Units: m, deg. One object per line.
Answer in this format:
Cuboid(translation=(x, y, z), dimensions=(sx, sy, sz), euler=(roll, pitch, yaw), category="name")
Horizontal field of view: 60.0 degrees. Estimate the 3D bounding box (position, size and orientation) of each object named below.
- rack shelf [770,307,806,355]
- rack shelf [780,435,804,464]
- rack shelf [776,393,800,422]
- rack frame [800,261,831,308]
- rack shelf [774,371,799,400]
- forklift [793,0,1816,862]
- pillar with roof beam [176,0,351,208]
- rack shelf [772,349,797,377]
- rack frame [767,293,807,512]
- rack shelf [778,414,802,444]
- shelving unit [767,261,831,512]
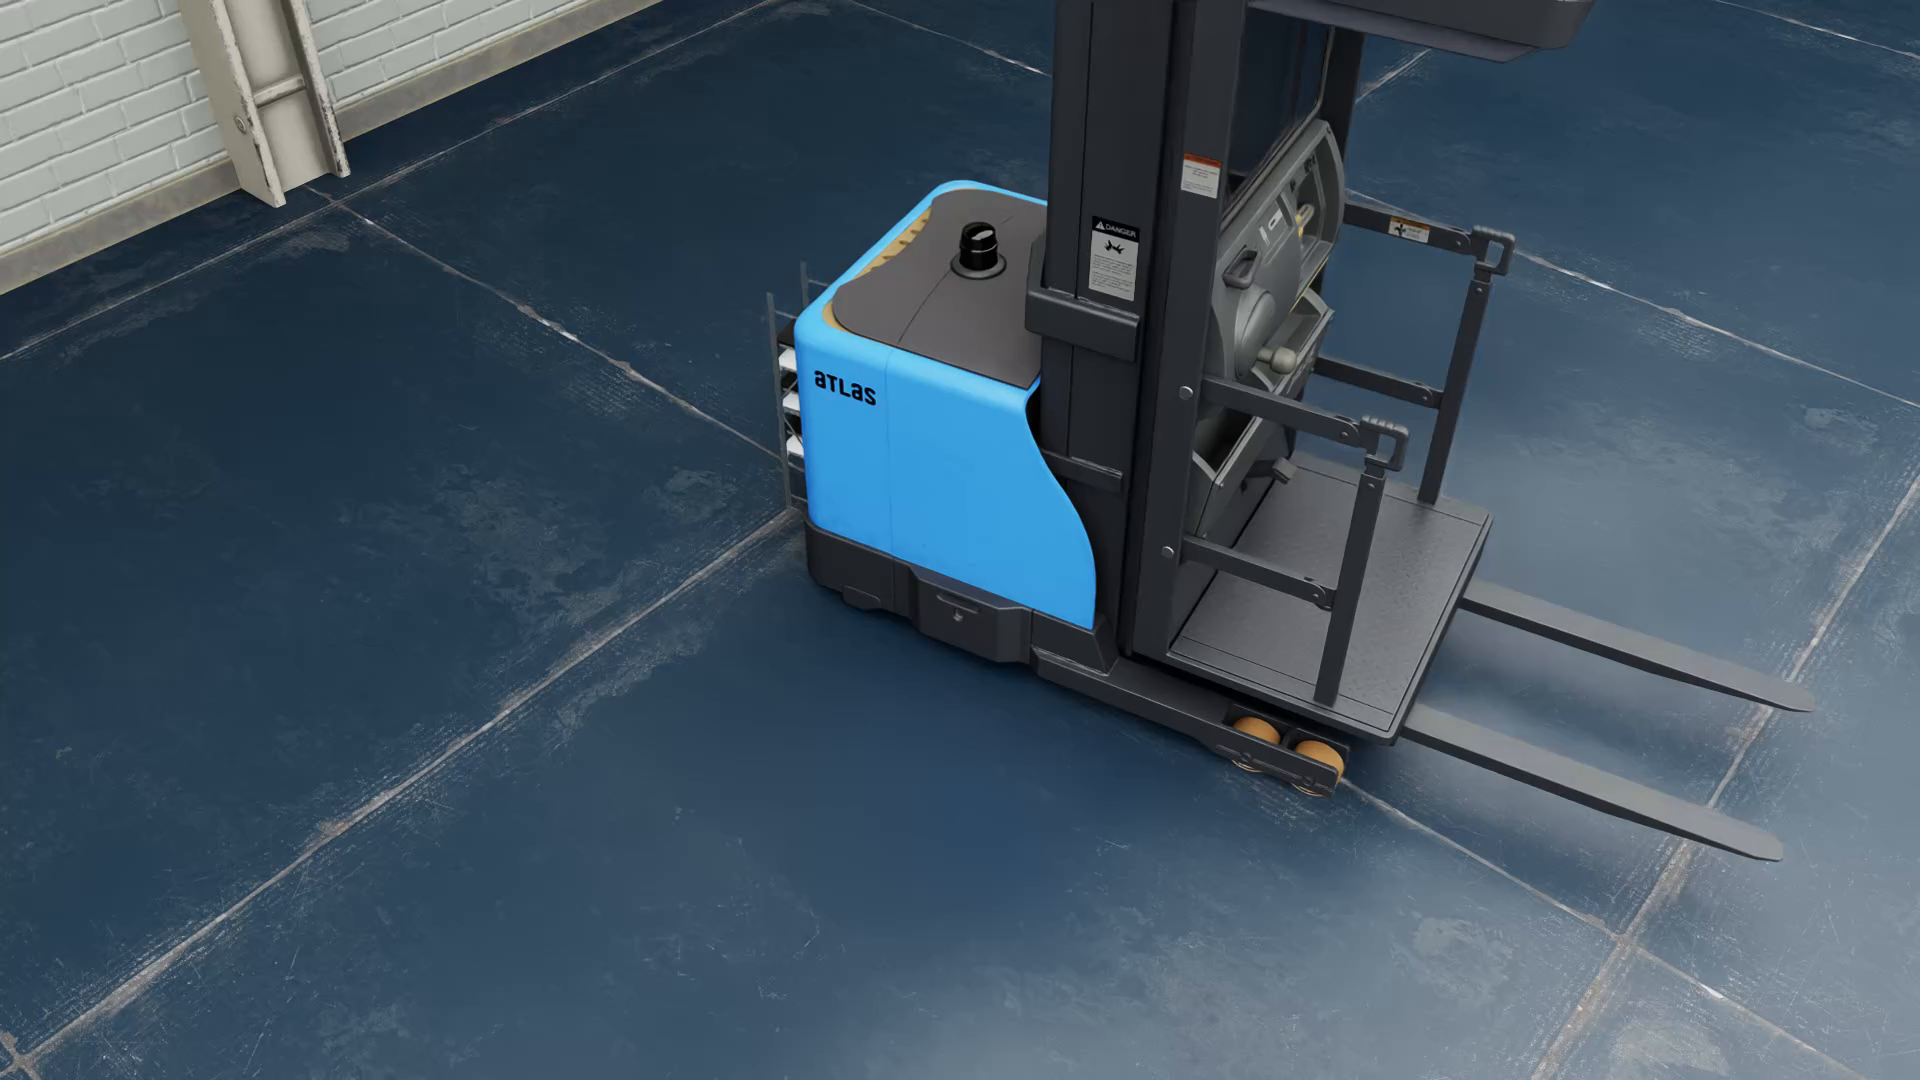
Cuboid(translation=(-0.459, -0.650, 5.444), dimensions=(0.258, 0.077, 0.200), euler=(19, 46, 20), category="rack shelf")
Cuboid(translation=(-0.459, -0.317, 5.746), dimensions=(0.258, 0.077, 0.200), euler=(19, 46, 20), category="rack shelf")
Cuboid(translation=(-0.459, -0.450, 5.625), dimensions=(0.258, 0.077, 0.200), euler=(19, 46, 20), category="rack shelf")
Cuboid(translation=(-0.412, -0.535, 5.670), dimensions=(0.240, 0.900, 0.006), euler=(19, 46, 20), category="rack frame")
Cuboid(translation=(-0.459, -0.516, 5.565), dimensions=(0.258, 0.077, 0.200), euler=(19, 46, 20), category="rack shelf")
Cuboid(translation=(1.036, -0.740, 4.385), dimensions=(3.031, 2.935, 1.130), euler=(20, 46, 21), category="forklift")
Cuboid(translation=(0.274, -3.104, 2.475), dimensions=(9.100, 9.000, 0.400), euler=(29, 50, 28), category="pillar with roof beam")
Cuboid(translation=(-0.459, -0.583, 5.504), dimensions=(0.258, 0.077, 0.200), euler=(19, 46, 20), category="rack shelf")
Cuboid(translation=(-0.506, -0.414, 5.536), dimensions=(0.240, 0.900, 0.006), euler=(19, 46, 20), category="rack frame")
Cuboid(translation=(-0.459, -0.383, 5.686), dimensions=(0.258, 0.077, 0.200), euler=(19, 46, 20), category="rack shelf")
Cuboid(translation=(-0.459, -0.474, 5.603), dimensions=(0.258, 0.900, 0.210), euler=(19, 46, 20), category="shelving unit")
